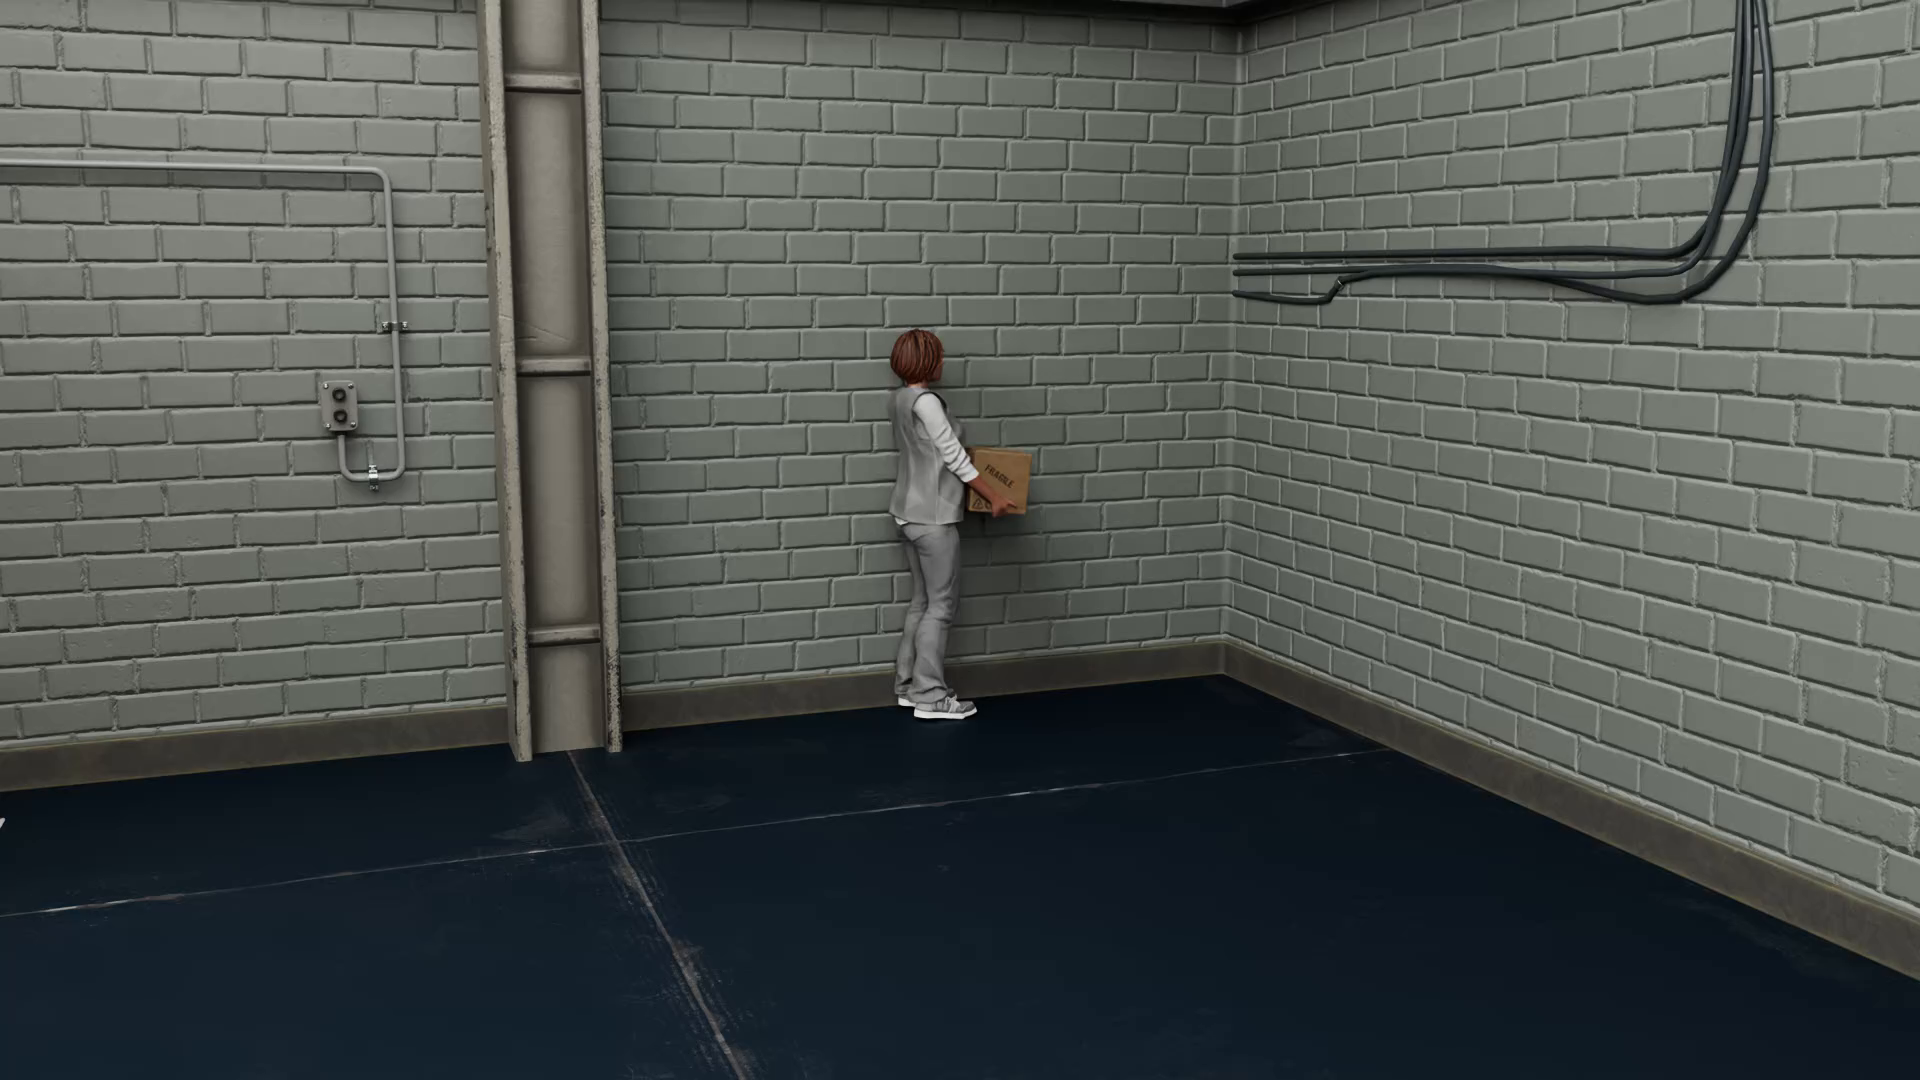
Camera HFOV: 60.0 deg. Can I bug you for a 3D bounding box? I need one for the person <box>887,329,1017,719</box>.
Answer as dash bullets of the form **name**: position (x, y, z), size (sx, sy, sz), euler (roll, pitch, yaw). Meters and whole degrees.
- **person**: position (-0.042, -0.071, 6.861), size (0.494, 1.593, 0.404), euler (-3, 10, -20)
